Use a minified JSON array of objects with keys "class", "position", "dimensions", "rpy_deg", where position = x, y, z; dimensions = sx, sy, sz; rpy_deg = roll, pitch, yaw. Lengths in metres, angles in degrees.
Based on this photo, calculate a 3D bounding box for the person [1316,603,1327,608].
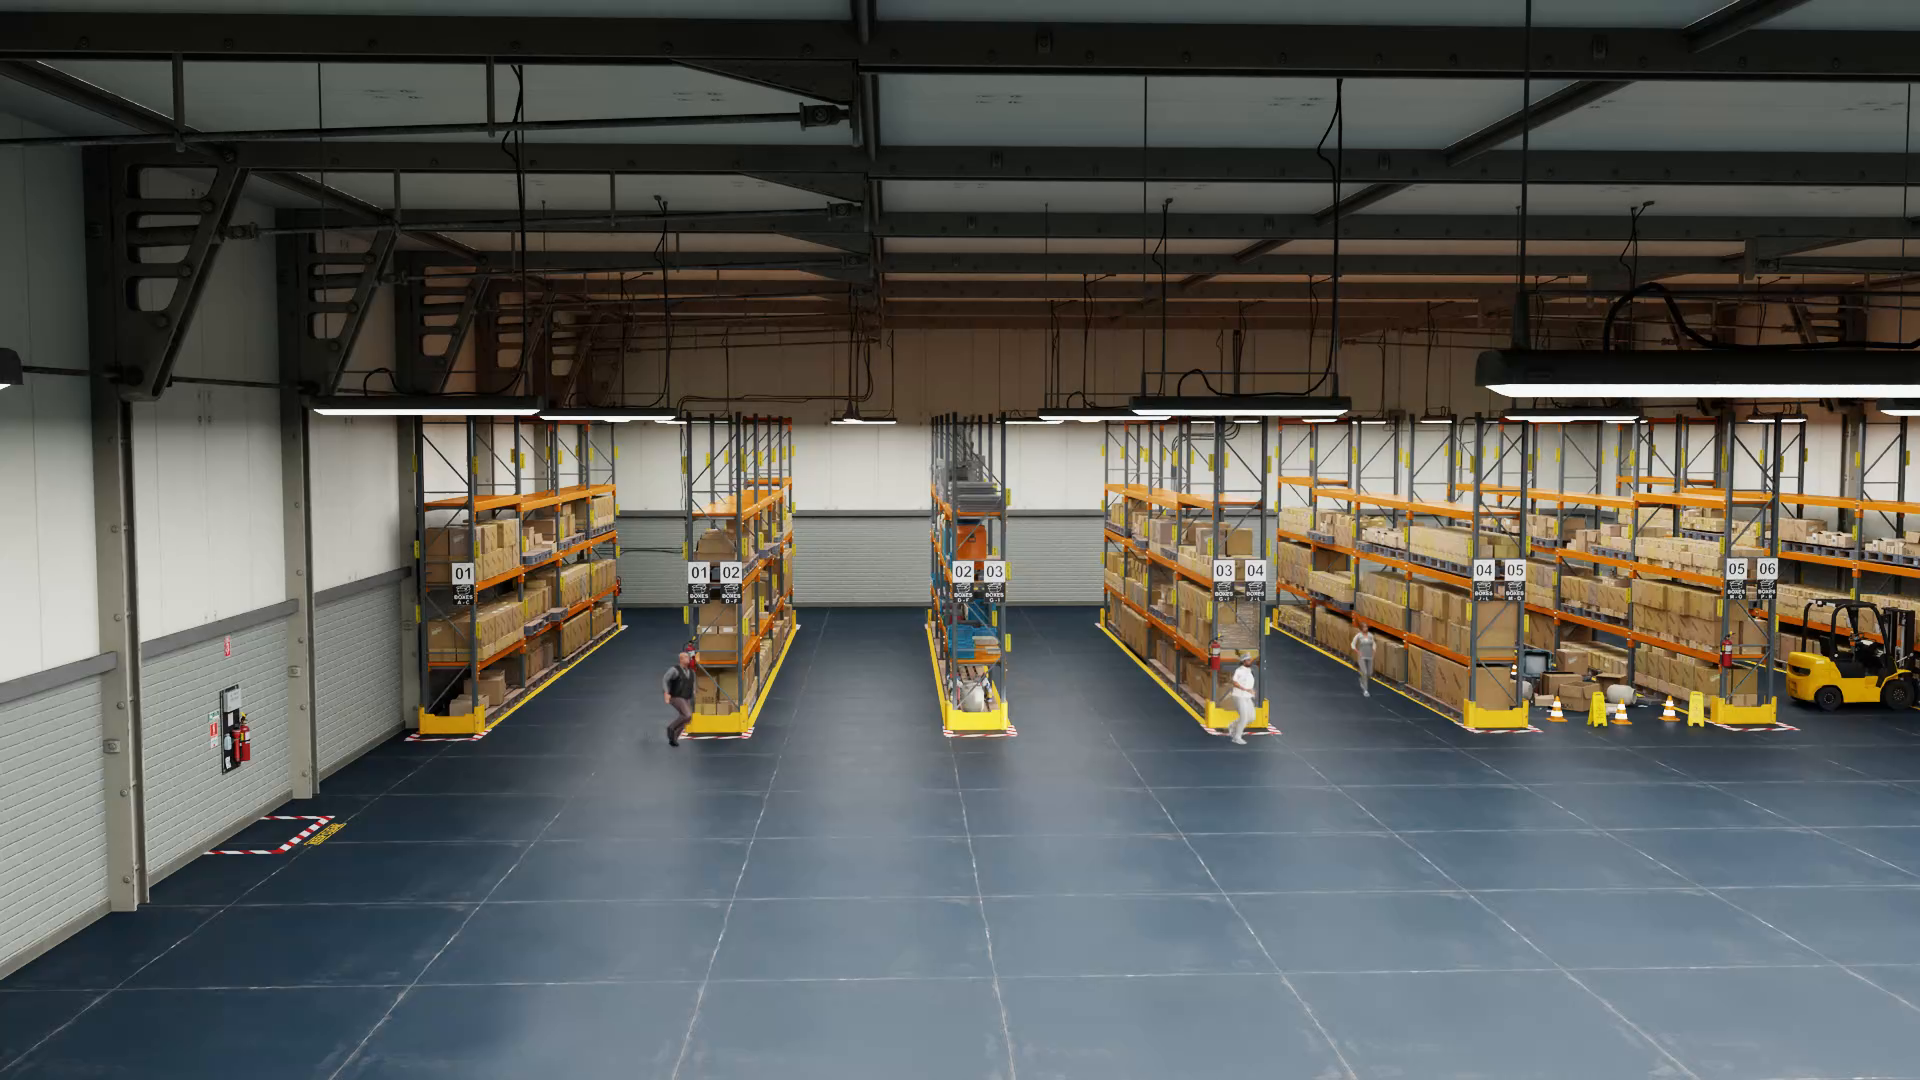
[{"class":"person","position":[10.738,1.540,49.036],"dimensions":[0.729,1.742,0.692],"rpy_deg":[0,4,-7]}]

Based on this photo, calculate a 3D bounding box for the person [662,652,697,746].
[{"class":"person","position":[-4.959,2.859,29.925],"dimensions":[0.568,1.650,0.677],"rpy_deg":[3,5,38]}]

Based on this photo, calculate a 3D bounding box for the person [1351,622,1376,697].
[{"class":"person","position":[8.614,2.526,35.504],"dimensions":[0.555,1.568,0.637],"rpy_deg":[0,4,-3]}]

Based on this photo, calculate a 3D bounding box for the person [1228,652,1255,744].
[{"class":"person","position":[5.171,2.857,30.166],"dimensions":[0.548,1.648,0.618],"rpy_deg":[3,5,39]}]
